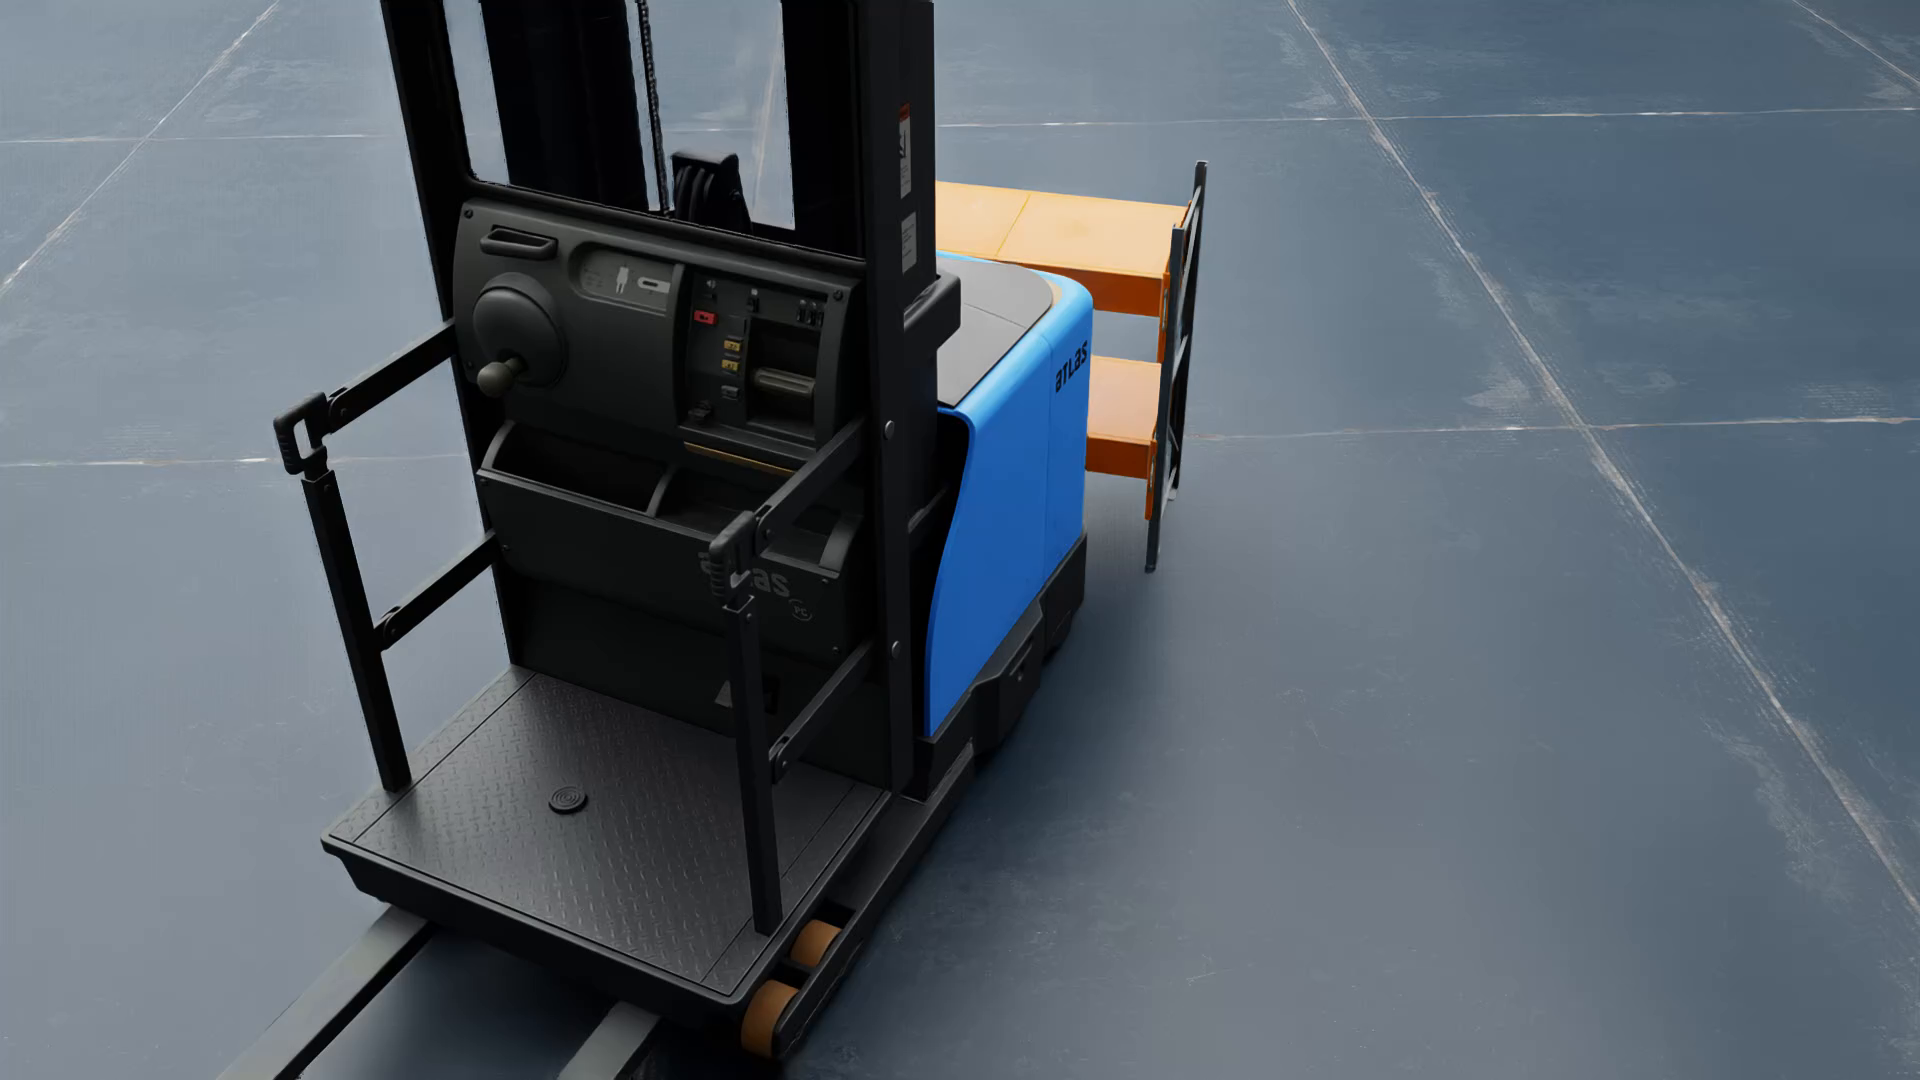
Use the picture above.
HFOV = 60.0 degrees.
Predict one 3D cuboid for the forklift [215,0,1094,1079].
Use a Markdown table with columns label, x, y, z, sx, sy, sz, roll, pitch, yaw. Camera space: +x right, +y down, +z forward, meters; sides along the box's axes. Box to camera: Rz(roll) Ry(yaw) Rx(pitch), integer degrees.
| label | x | y | z | sx | sy | sz | roll | pitch | yaw |
| --- | --- | --- | --- | --- | --- | --- | --- | --- | --- |
| forklift | -0.729 | -0.365 | 3.201 | 1.130 | 2.935 | 3.031 | 15 | 38 | 21 |

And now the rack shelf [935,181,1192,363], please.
| label | x | y | z | sx | sy | sz | roll | pitch | yaw |
| --- | --- | --- | --- | --- | --- | --- | --- | --- | --- |
| rack shelf | 0.158 | -0.829 | 4.945 | 1.000 | 0.278 | 0.538 | 8 | 36 | 12 |

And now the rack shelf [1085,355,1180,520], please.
| label | x | y | z | sx | sy | sz | roll | pitch | yaw |
| --- | --- | --- | --- | --- | --- | --- | --- | --- | --- |
| rack shelf | 0.158 | -0.387 | 5.251 | 1.000 | 0.278 | 0.538 | 8 | 36 | 12 |

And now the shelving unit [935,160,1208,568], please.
| label | x | y | z | sx | sy | sz | roll | pitch | yaw |
| --- | --- | --- | --- | --- | --- | --- | --- | --- | --- |
| shelving unit | 0.158 | -0.588 | 5.111 | 1.048 | 1.125 | 0.538 | 8 | 36 | 12 |

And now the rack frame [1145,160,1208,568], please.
| label | x | y | z | sx | sy | sz | roll | pitch | yaw |
| --- | --- | --- | --- | --- | --- | --- | --- | --- | --- |
| rack frame | 0.650 | -0.515 | 5.006 | 0.032 | 1.125 | 0.500 | 8 | 36 | 12 |
